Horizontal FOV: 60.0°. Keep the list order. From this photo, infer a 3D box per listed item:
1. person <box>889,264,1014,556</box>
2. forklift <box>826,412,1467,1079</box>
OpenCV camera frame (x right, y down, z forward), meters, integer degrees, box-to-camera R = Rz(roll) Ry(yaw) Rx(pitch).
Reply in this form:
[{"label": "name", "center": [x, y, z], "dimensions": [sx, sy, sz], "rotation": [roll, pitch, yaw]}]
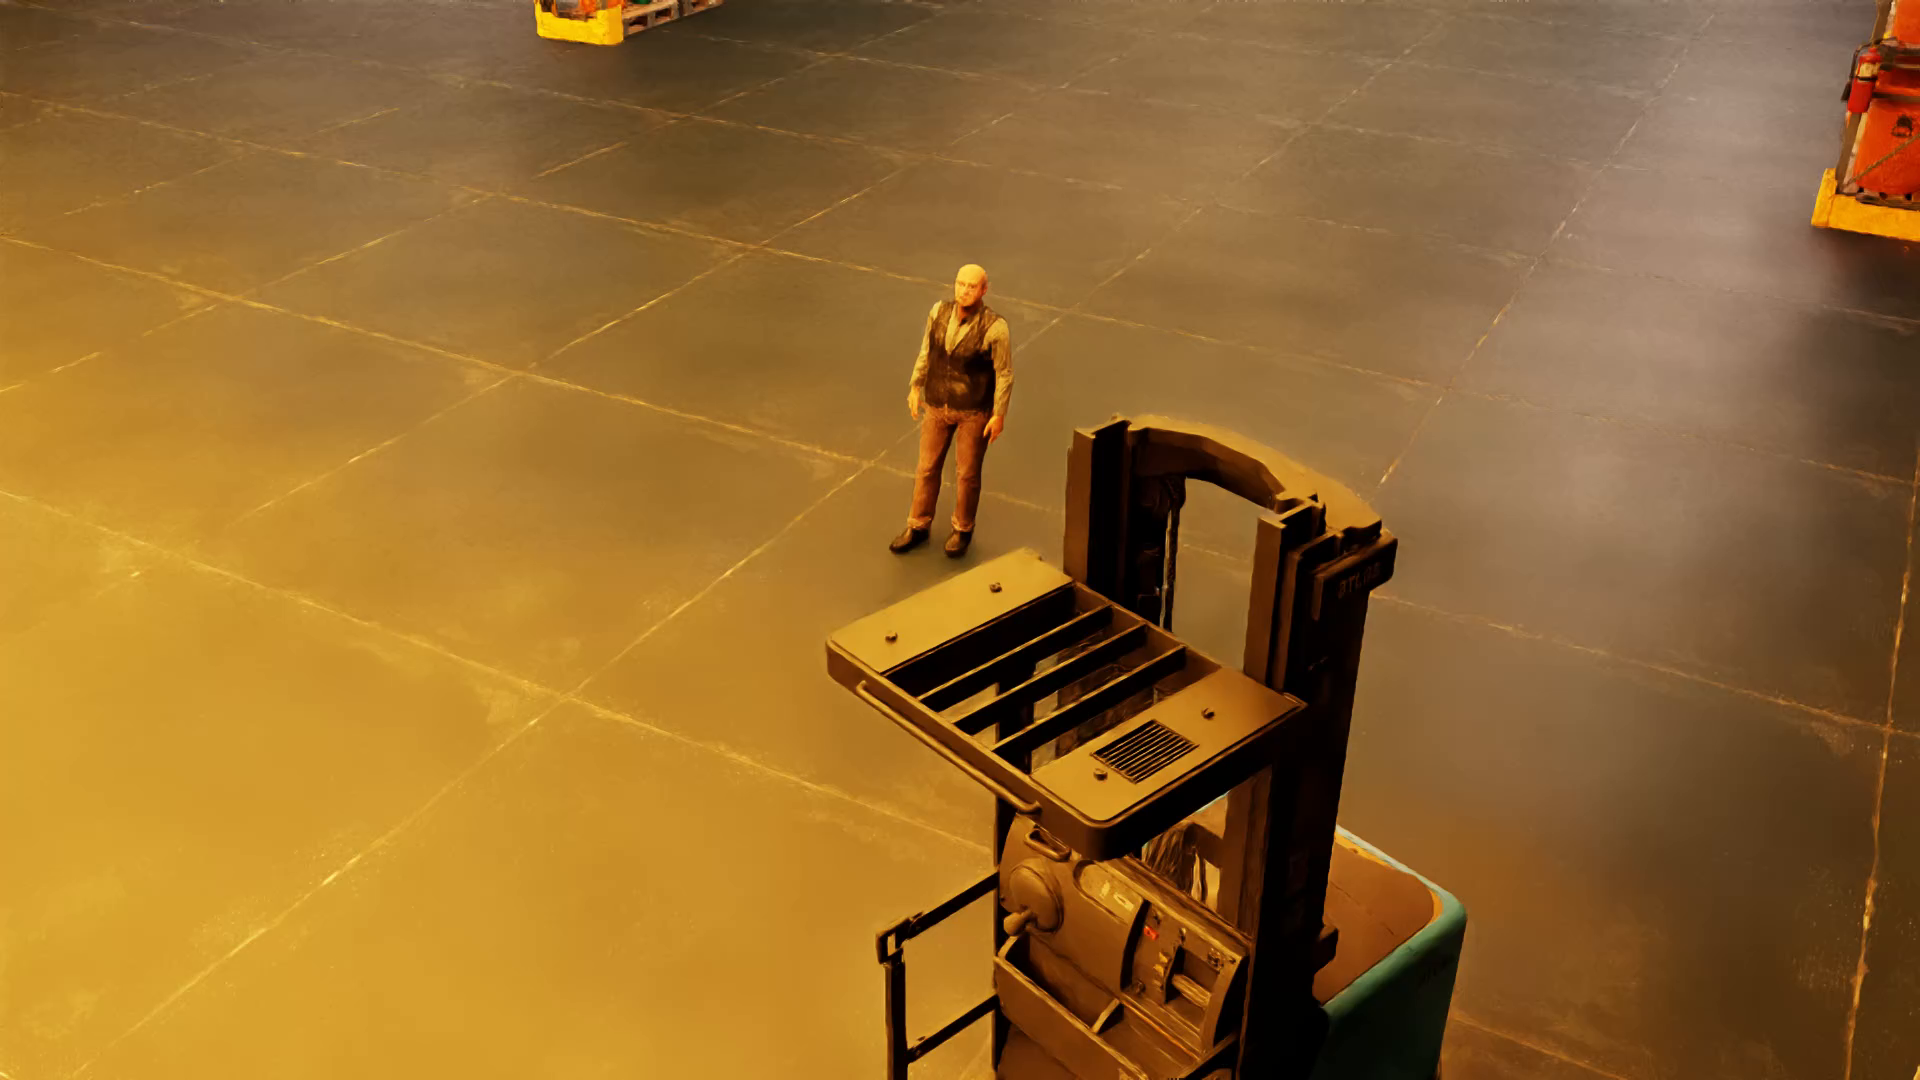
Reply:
[{"label": "person", "center": [-0.037, -0.726, 9.525], "dimensions": [0.632, 1.720, 0.567], "rotation": [15, 33, 25]}, {"label": "forklift", "center": [0.316, 1.209, 4.976], "dimensions": [3.031, 2.935, 1.130], "rotation": [-24, 37, -35]}]
